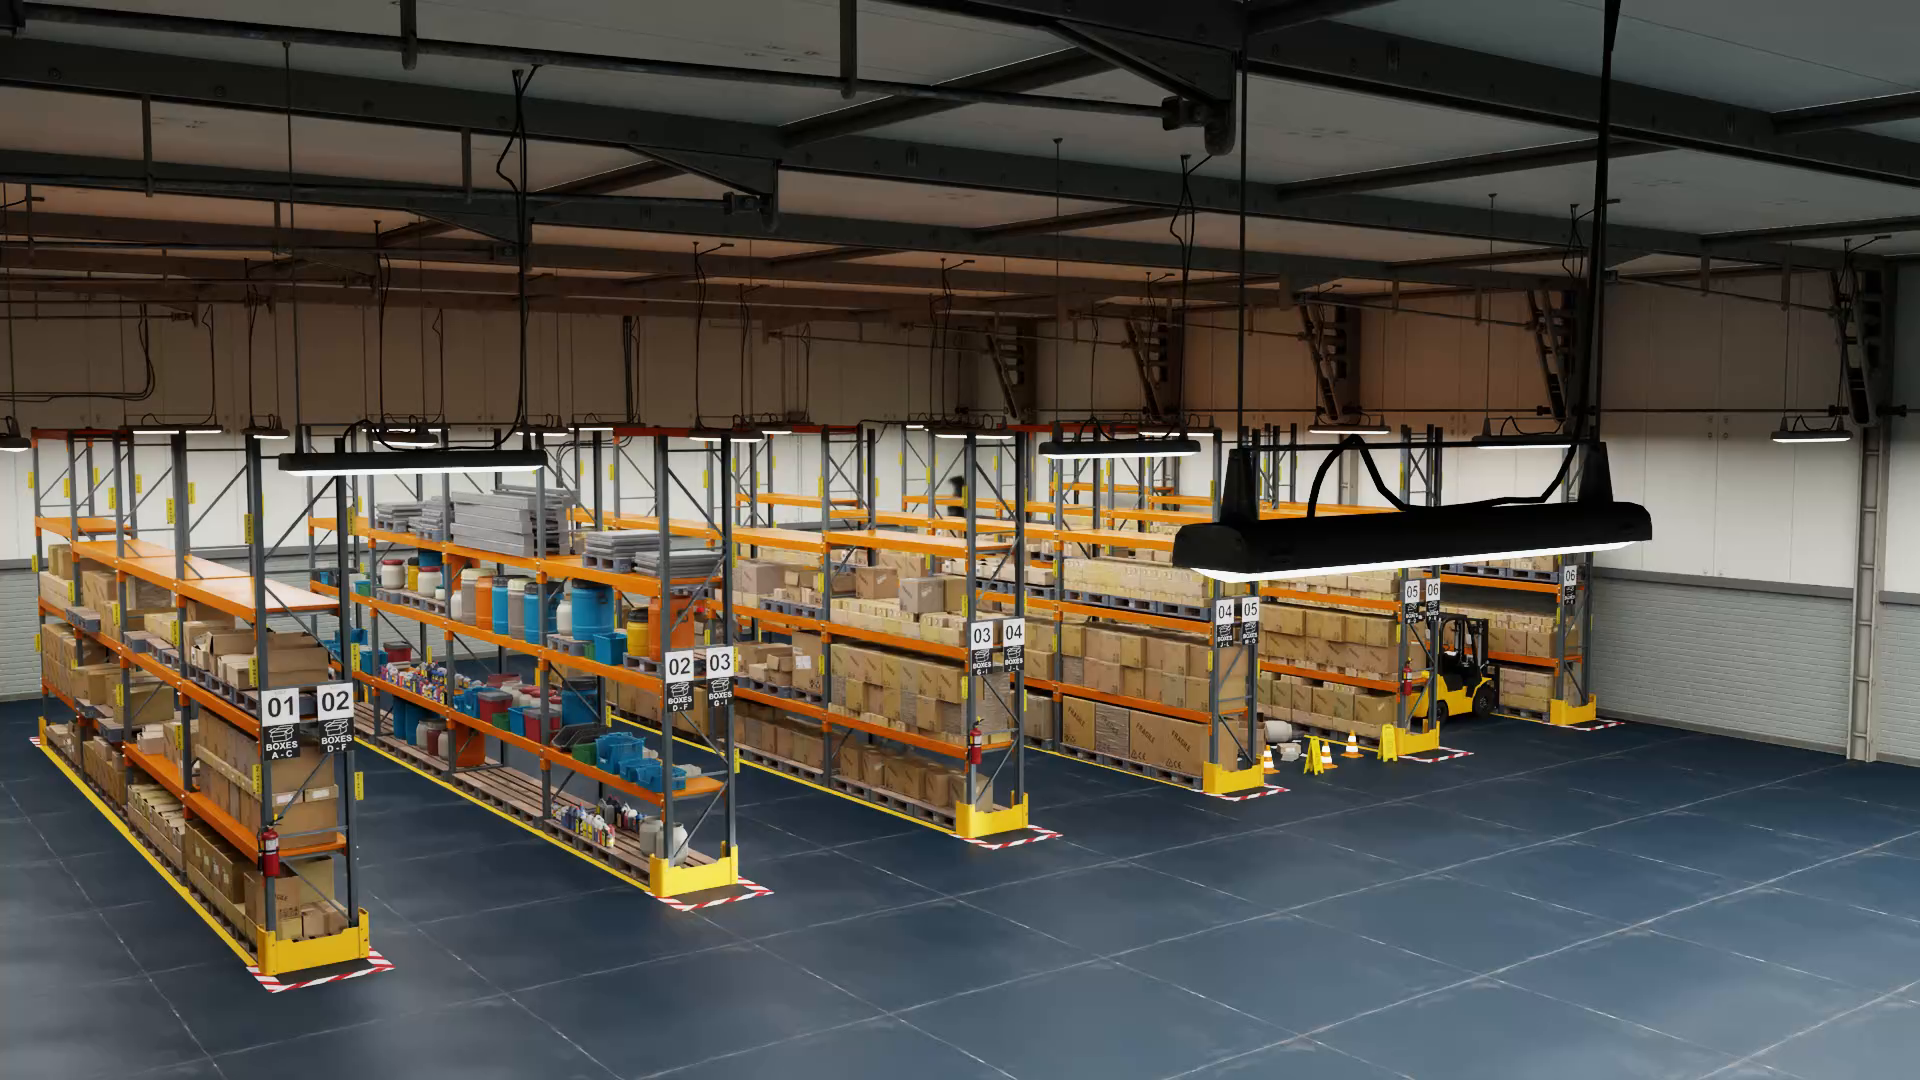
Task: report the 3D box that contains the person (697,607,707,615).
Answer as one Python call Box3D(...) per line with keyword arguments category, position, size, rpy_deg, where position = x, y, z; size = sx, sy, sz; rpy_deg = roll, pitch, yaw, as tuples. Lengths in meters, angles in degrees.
Box3D(category="person", position=(-6.219, 2.403, 39.219), size=(0.701, 1.715, 0.665), rpy_deg=(4, 6, 38))

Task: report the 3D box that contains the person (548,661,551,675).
Box3D(category="person", position=(-9.399, 2.528, 38.674), size=(0.713, 1.590, 0.555), rpy_deg=(0, 4, -6))

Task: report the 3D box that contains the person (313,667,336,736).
Box3D(category="person", position=(-12.066, 2.999, 31.372), size=(0.598, 1.729, 0.994), rpy_deg=(-2, 5, -23))

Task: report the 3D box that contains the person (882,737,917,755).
Box3D(category="person", position=(-1.091, 3.076, 30.297), size=(0.883, 1.811, 0.745), rpy_deg=(2, 5, 29))
